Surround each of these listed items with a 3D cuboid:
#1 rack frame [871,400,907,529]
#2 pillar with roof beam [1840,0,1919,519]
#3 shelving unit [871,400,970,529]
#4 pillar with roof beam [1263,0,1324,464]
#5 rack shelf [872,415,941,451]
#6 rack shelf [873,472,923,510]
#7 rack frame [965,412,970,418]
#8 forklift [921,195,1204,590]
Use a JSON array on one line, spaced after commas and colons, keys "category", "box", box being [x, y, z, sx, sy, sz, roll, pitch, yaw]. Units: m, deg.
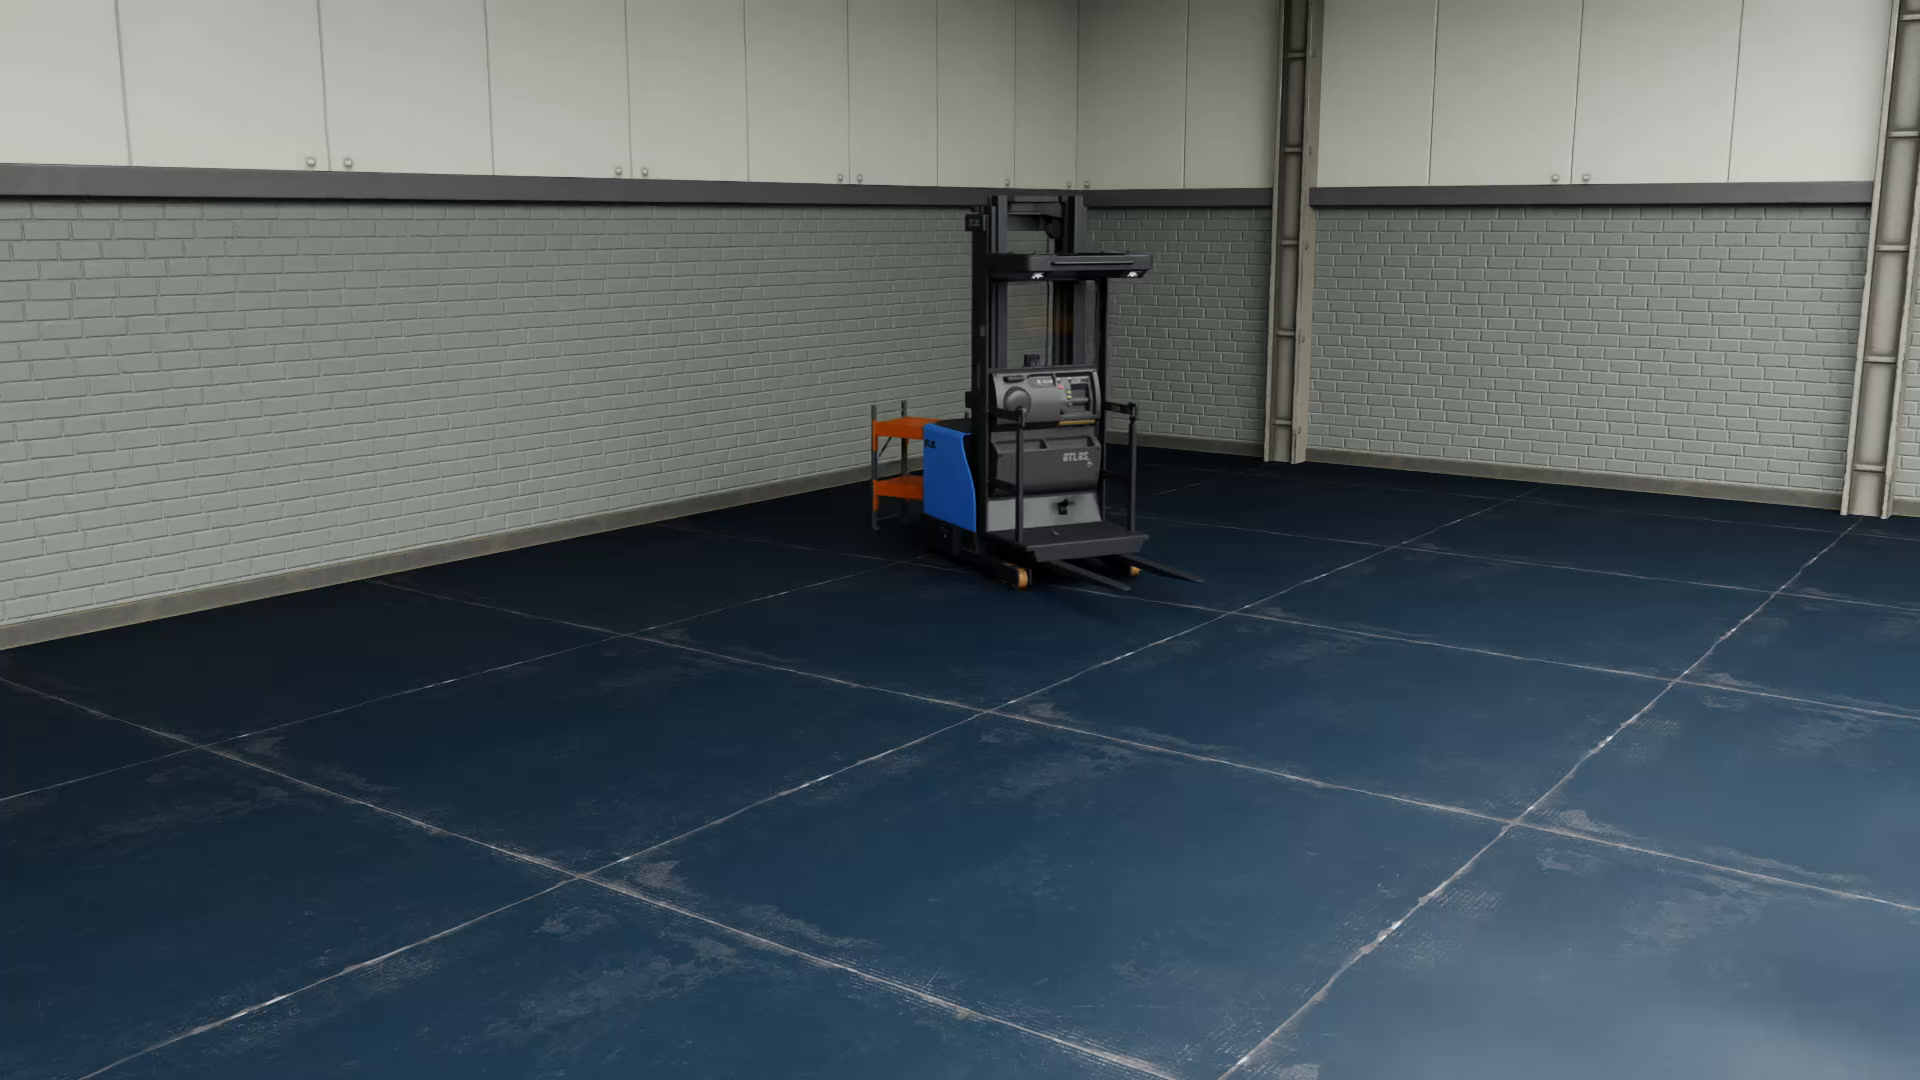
[{"category": "rack frame", "box": [-0.641, -0.688, 15.126, 0.032, 1.125, 0.500, 8, 13, 34]}, {"category": "pillar with roof beam", "box": [6.052, -4.002, 11.524, 0.400, 9.000, 9.100, 8, 13, 36]}, {"category": "shelving unit", "box": [-0.224, -0.633, 14.841, 1.048, 1.125, 0.538, 8, 13, 34]}, {"category": "pillar with roof beam", "box": [1.216, -4.676, 15.010, 0.400, 9.000, 9.100, 8, 13, 36]}, {"category": "rack shelf", "box": [-0.224, -0.921, 14.786, 1.000, 0.278, 0.538, 8, 13, 34]}, {"category": "rack shelf", "box": [-0.224, -0.393, 14.888, 1.000, 0.278, 0.538, 8, 13, 34]}, {"category": "rack frame", "box": [0.194, -0.578, 14.557, 0.032, 1.125, 0.500, 8, 13, 34]}, {"category": "forklift", "box": [0.774, -1.161, 12.814, 1.130, 2.935, 3.031, -5, 12, -26]}]
